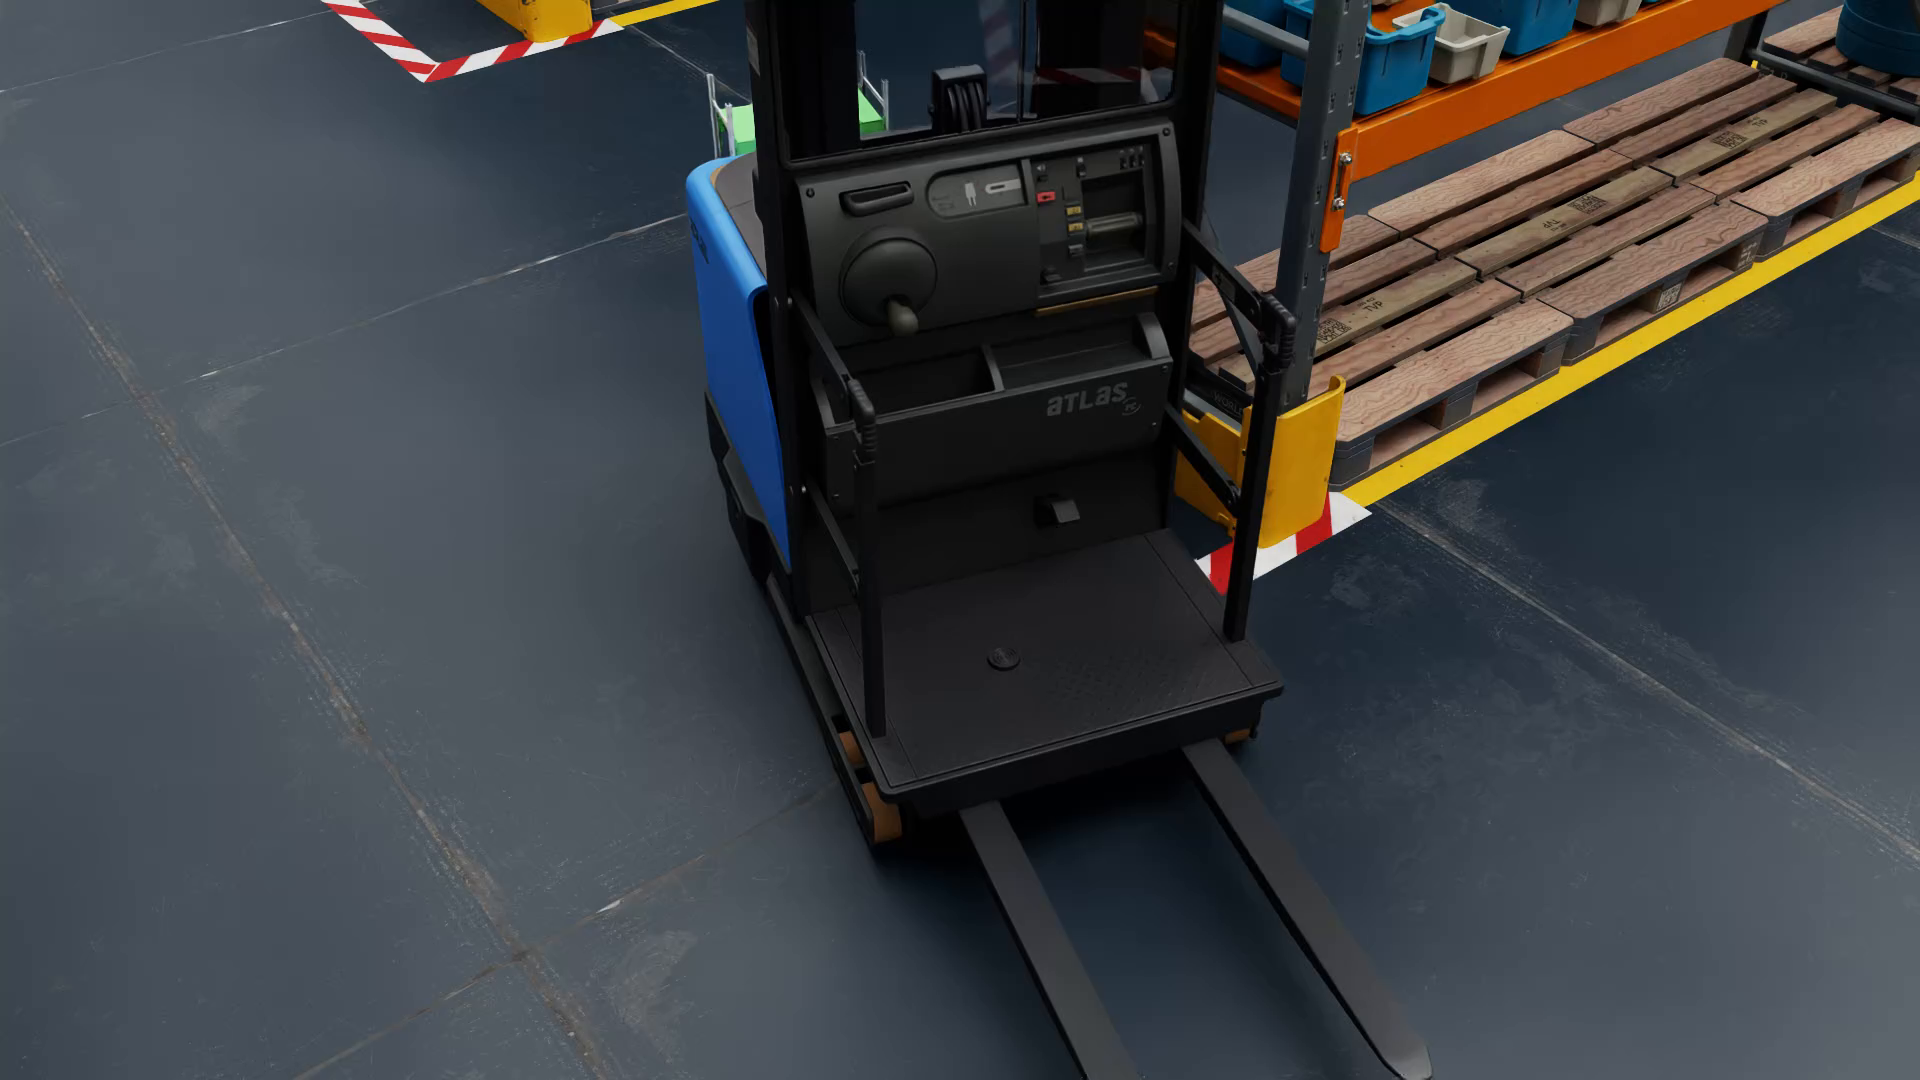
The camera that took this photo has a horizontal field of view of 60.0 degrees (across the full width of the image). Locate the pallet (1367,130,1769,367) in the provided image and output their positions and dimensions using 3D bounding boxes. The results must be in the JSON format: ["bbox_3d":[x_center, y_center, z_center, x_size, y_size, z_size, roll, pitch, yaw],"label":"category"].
[{"bbox_3d":[2.360,-1.180,6.522,1.213,0.211,1.003,-26,46,-28],"label":"pallet"}]

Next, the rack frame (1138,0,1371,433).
[{"bbox_3d":[0.715,-1.490,4.701,0.127,3.000,1.000,-26,46,-28],"label":"rack frame"}]

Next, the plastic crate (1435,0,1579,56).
[{"bbox_3d":[1.634,-1.633,4.960,0.300,0.233,0.416,-26,46,-28],"label":"plastic crate"}]

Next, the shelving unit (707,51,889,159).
[{"bbox_3d":[-0.498,-0.949,5.461,0.503,1.200,0.258,-14,41,-16],"label":"shelving unit"}]

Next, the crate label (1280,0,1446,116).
[{"bbox_3d":[1.112,-1.378,4.650,0.303,0.233,0.416,-26,46,-28],"label":"crate label"}]

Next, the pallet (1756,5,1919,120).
[{"bbox_3d":[4.524,-2.235,7.808,1.213,0.211,1.003,-26,46,-28],"label":"pallet"}]

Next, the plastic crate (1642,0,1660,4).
[{"bbox_3d":[2.156,-1.887,5.270,0.300,0.233,0.416,-26,46,-28],"label":"plastic crate"}]

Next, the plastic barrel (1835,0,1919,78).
[{"bbox_3d":[4.329,-2.589,7.364,0.708,0.901,0.600,-26,46,-28],"label":"plastic barrel"}]

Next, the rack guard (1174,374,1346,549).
[{"bbox_3d":[0.704,-0.508,5.475,0.348,0.500,1.175,-26,46,-28],"label":"rack guard"}]

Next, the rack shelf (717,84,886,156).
[{"bbox_3d":[-0.498,-1.271,5.197,0.480,0.148,0.258,-14,41,-16],"label":"rack shelf"}]

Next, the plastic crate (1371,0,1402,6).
[{"bbox_3d":[1.252,-1.817,5.261,0.243,0.136,0.396,-26,46,-28],"label":"plastic crate"}]

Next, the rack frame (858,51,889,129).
[{"bbox_3d":[-0.270,-1.005,5.529,0.015,1.200,0.240,-14,41,-16],"label":"rack frame"}]

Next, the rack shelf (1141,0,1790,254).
[{"bbox_3d":[2.301,-1.985,5.872,4.000,0.370,1.077,-26,46,-28],"label":"rack shelf"}]

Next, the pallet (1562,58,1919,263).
[{"bbox_3d":[3.328,-1.654,7.100,1.213,0.211,1.003,-26,46,-28],"label":"pallet"}]

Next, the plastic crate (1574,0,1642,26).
[{"bbox_3d":[1.954,-1.686,5.100,0.298,0.136,0.250,-26,46,-28],"label":"plastic crate"}]

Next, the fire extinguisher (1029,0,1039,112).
[{"bbox_3d":[0.319,-1.486,5.052,0.183,0.674,0.296,-26,46,-28],"label":"fire extinguisher"}]

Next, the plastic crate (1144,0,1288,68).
[{"bbox_3d":[0.867,-1.750,4.943,0.499,0.435,0.616,-26,46,-28],"label":"plastic crate"}]

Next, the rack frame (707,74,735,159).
[{"bbox_3d":[-0.726,-0.894,5.394,0.015,1.200,0.240,-14,41,-16],"label":"rack frame"}]

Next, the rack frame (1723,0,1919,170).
[{"bbox_3d":[3.887,-3.036,6.586,0.127,3.000,1.000,-26,46,-28],"label":"rack frame"}]

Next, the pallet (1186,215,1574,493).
[{"bbox_3d":[1.393,-0.711,5.950,1.213,0.211,1.003,-26,46,-28],"label":"pallet"}]

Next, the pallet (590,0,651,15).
[{"bbox_3d":[-1.716,-3.251,9.047,1.213,0.211,1.003,-26,46,-28],"label":"pallet"}]

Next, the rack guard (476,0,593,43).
[{"bbox_3d":[-2.322,-3.005,8.519,0.348,0.500,1.175,-26,46,-28],"label":"rack guard"}]

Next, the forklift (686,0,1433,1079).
[{"bbox_3d":[0.162,-0.652,3.734,1.130,2.935,3.031,-13,41,-16],"label":"forklift"}]

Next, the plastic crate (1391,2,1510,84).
[{"bbox_3d":[1.417,-1.423,4.781,0.298,0.136,0.250,-26,46,-28],"label":"plastic crate"}]
